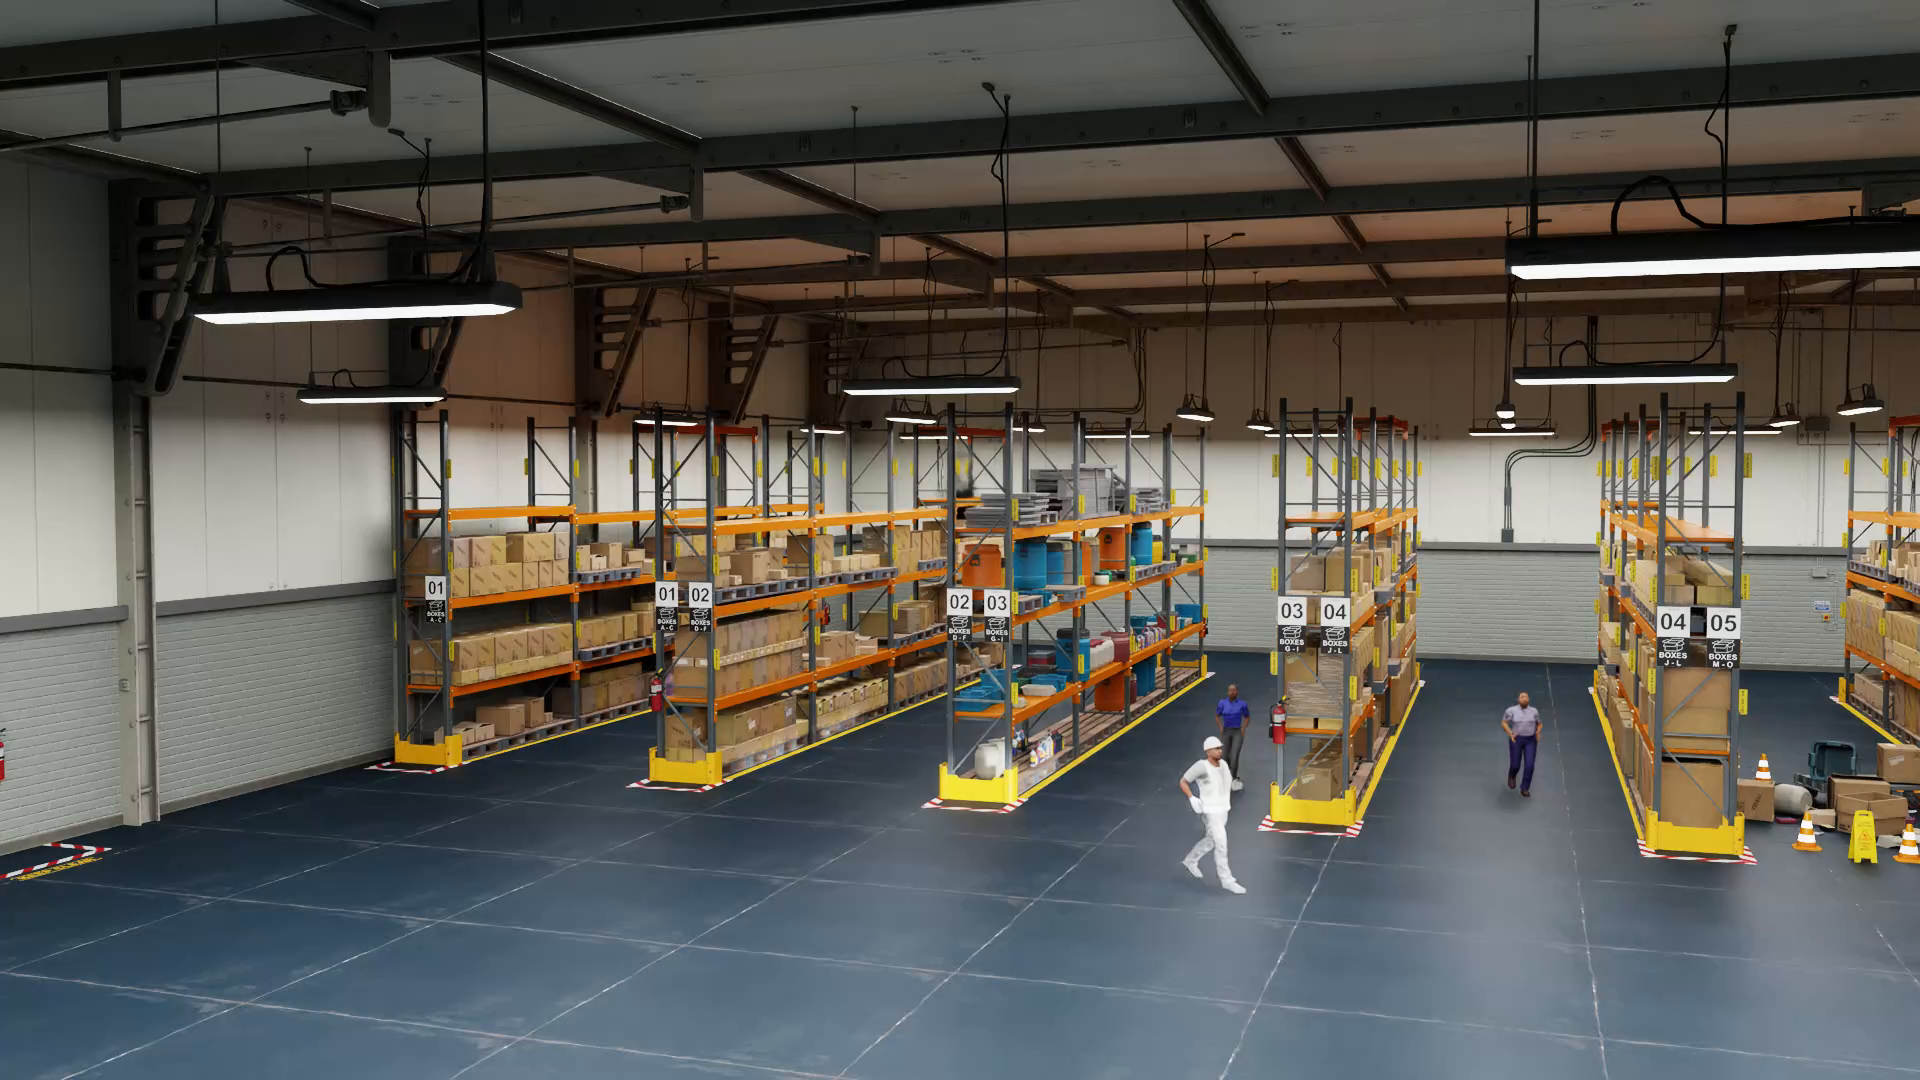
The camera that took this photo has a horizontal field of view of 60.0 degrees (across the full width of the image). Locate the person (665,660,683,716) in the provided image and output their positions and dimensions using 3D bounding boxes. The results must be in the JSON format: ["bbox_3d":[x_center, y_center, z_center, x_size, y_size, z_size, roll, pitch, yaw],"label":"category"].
[{"bbox_3d":[-5.107,2.930,29.762,0.528,1.581,0.650,1,3,21],"label":"person"}]

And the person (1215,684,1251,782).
[{"bbox_3d":[4.308,3.069,26.280,0.564,1.609,0.548,0,2,11],"label":"person"}]

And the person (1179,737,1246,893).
[{"bbox_3d":[3.021,3.228,19.780,0.988,1.777,0.680,2,3,43],"label":"person"}]

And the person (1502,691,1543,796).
[{"bbox_3d":[8.632,3.113,25.488,0.604,1.588,0.572,0,2,9],"label":"person"}]
